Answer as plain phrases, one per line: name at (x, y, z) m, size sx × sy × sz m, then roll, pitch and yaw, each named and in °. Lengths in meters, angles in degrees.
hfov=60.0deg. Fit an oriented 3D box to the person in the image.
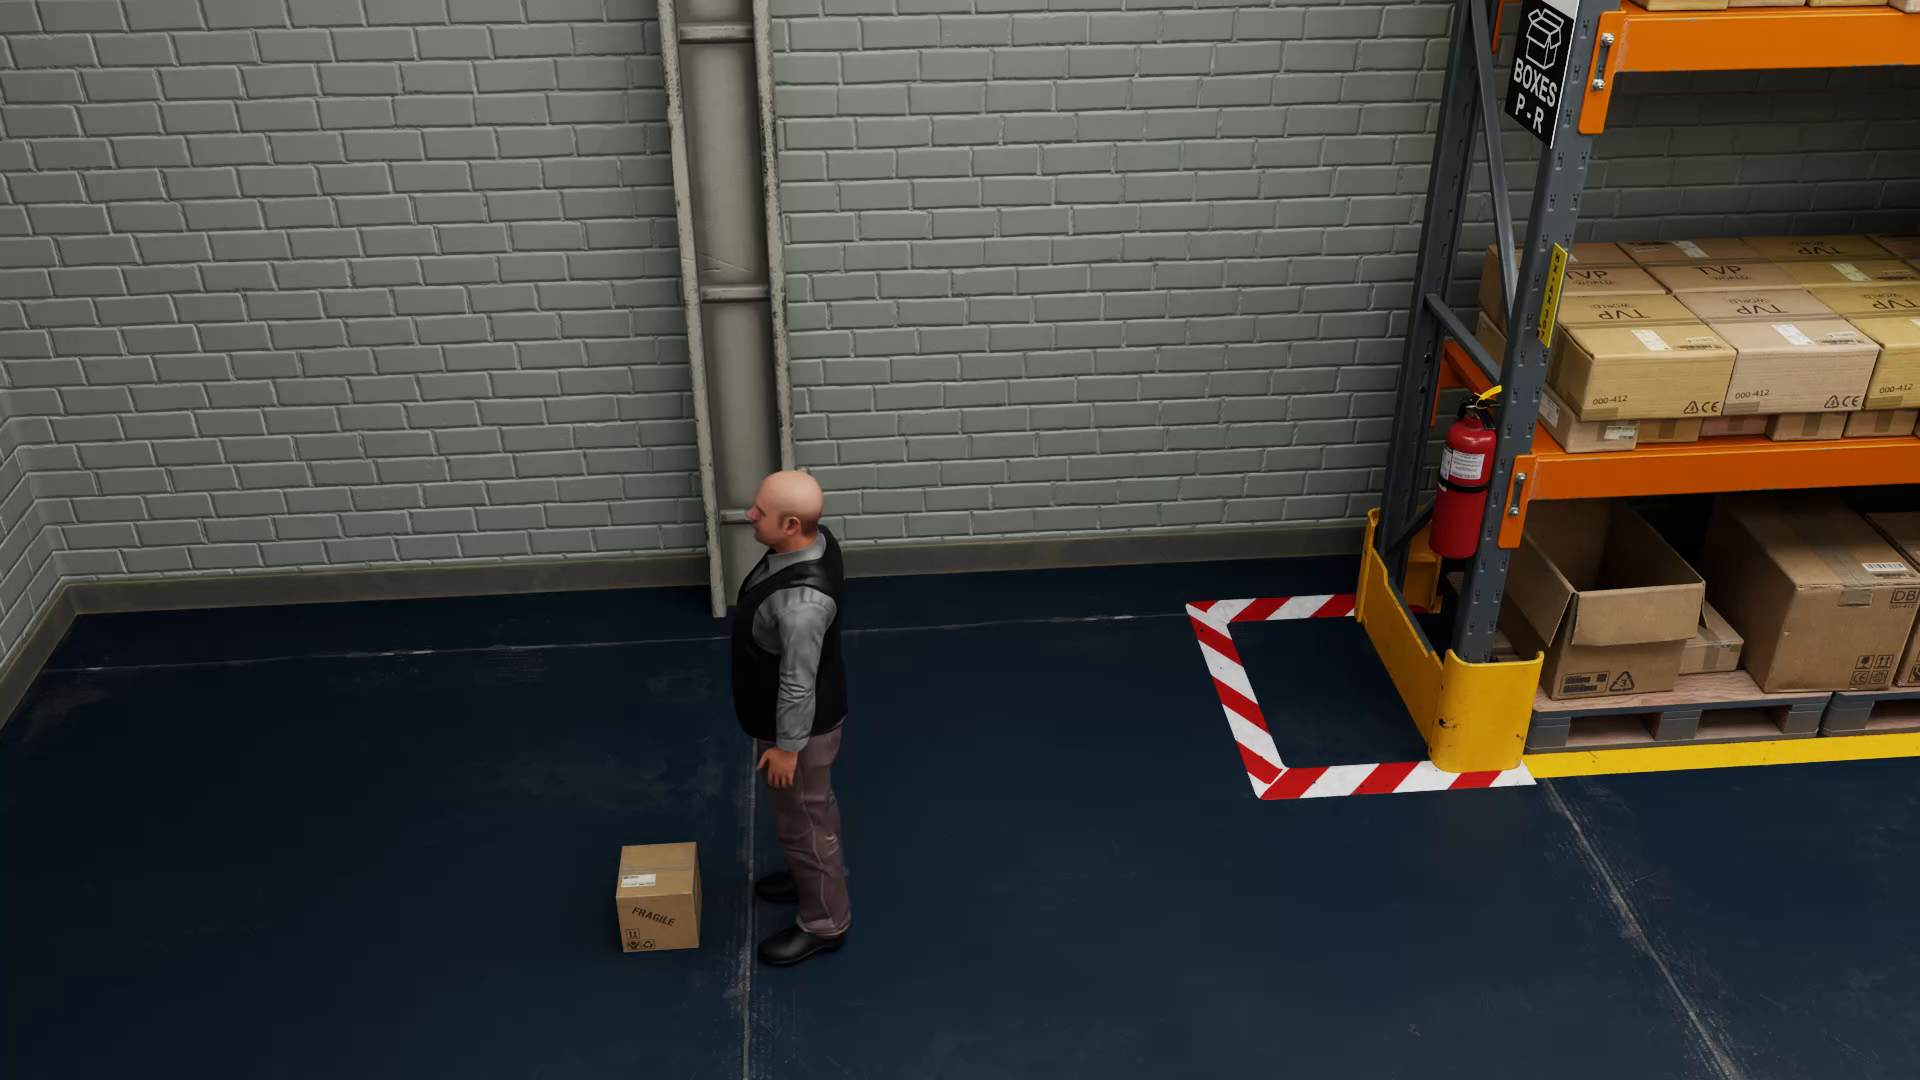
person at (-0.526, 0.552, 5.237) m, size 0.357 × 1.729 × 0.537 m, roll -2°, pitch 31°, yaw -3°
